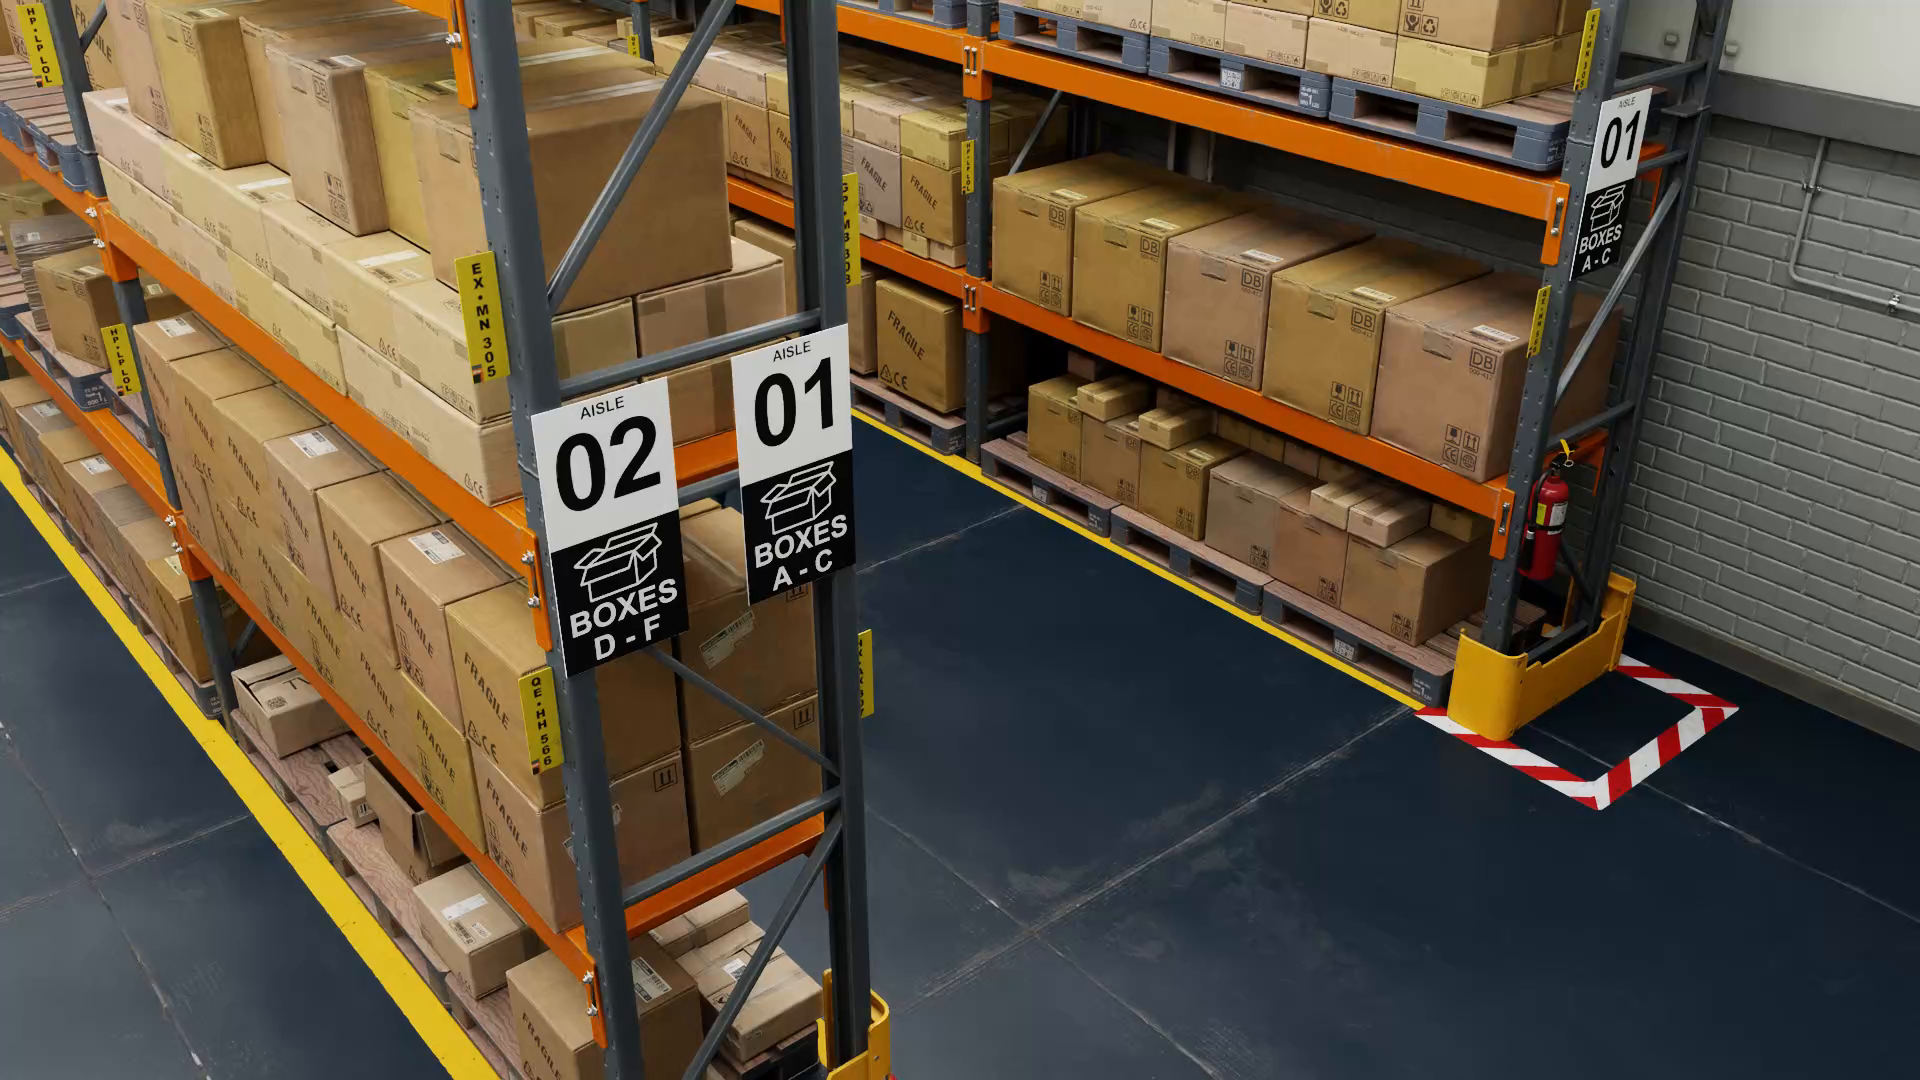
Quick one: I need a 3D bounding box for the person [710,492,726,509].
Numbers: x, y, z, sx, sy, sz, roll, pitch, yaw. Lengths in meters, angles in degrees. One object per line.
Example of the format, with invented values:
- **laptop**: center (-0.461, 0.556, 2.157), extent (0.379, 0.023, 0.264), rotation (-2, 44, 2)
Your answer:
- **person**: center (-1.491, -0.687, 9.865), extent (0.429, 1.569, 0.678), rotation (-13, 31, -23)
